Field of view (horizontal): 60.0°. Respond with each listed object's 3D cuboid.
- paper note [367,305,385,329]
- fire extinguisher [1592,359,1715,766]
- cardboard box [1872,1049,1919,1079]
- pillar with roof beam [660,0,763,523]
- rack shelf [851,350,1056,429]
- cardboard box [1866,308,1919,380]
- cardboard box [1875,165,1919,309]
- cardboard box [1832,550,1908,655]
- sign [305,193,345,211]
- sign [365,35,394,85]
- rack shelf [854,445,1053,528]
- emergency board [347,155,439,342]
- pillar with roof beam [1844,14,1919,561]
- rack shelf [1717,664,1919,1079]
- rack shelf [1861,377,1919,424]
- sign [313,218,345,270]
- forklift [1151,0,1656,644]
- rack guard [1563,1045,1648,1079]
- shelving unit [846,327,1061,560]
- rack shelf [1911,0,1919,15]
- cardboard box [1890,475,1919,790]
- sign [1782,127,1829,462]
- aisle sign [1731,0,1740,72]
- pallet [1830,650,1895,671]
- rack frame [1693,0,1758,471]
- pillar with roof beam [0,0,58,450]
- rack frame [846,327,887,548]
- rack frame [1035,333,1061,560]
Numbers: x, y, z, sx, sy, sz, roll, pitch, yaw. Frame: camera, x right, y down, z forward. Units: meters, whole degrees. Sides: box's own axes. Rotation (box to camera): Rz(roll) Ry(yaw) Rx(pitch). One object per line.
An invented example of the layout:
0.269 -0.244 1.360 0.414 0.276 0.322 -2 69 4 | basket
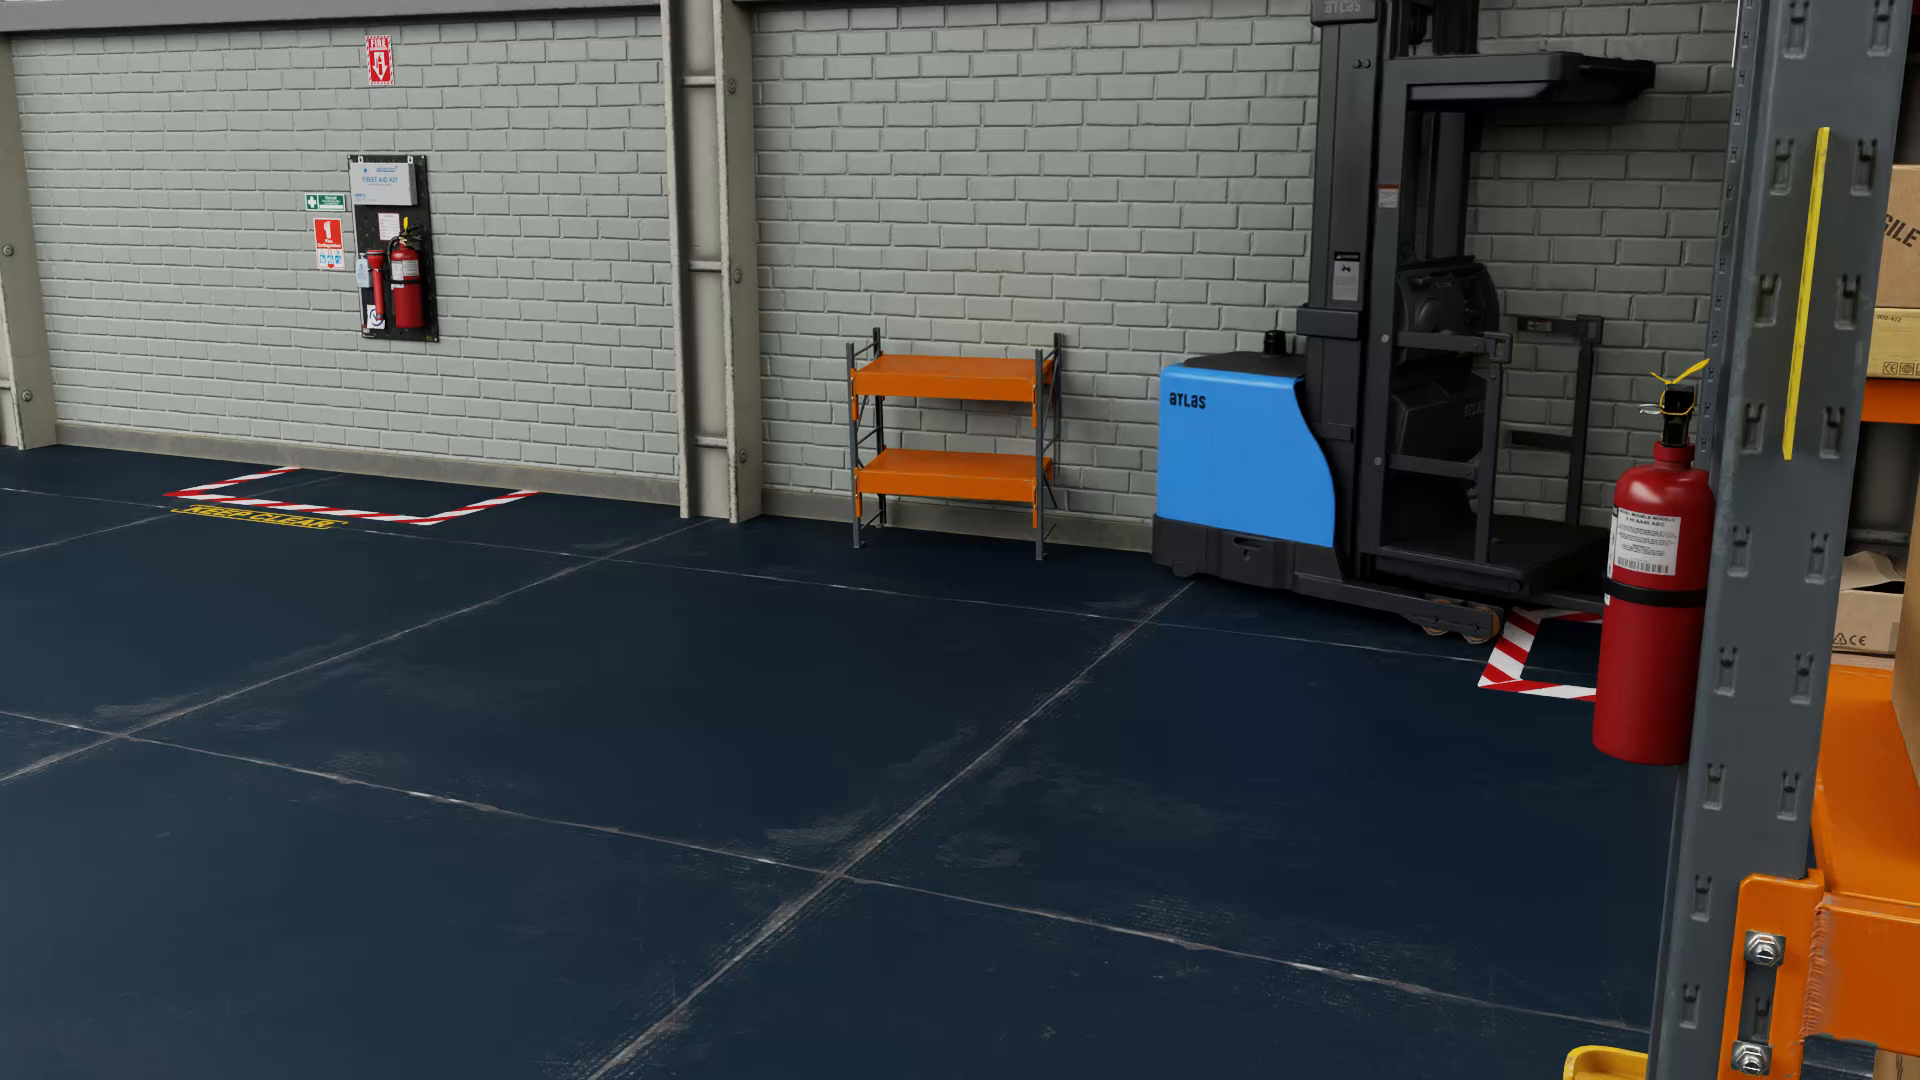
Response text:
-3.790 -1.447 10.784 0.142 0.148 0.016 6 14 23 | paper note
1.160 0.027 2.742 0.183 0.674 0.296 6 14 23 | fire extinguisher
1.691 0.854 2.507 0.500 0.500 0.500 6 14 23 | cardboard box
-3.156 -3.630 5.026 0.400 9.000 9.100 6 14 23 | pillar with roof beam
-0.024 -0.813 8.899 1.000 0.278 0.538 4 18 15 | rack shelf
3.401 -0.763 6.224 0.500 0.250 0.500 5 14 22 | cardboard box
3.398 -1.132 6.157 0.500 0.500 0.500 6 14 23 | cardboard box
3.679 0.240 6.588 0.500 0.311 0.500 4 14 17 | cardboard box
-4.119 -2.191 10.788 0.331 0.109 0.001 6 14 23 | sign
-3.623 -2.995 10.379 0.199 0.298 0.001 6 14 23 | sign
-0.014 -0.300 9.060 1.000 0.278 0.538 4 18 15 | rack shelf
-3.656 -1.845 10.552 0.643 1.169 0.194 6 14 23 | emergency board
2.330 -3.075 2.660 0.400 9.000 9.100 6 14 23 | pillar with roof beam
2.909 0.633 1.566 4.000 0.370 1.077 6 14 23 | rack shelf
4.912 -0.402 5.977 4.000 0.370 1.077 6 14 23 | rack shelf
-4.120 -1.935 10.858 0.234 0.329 0.001 6 14 23 | sign
2.412 -1.105 7.549 3.031 2.935 1.130 12 17 40 | forklift
1.058 1.312 2.568 0.348 0.500 1.175 6 14 23 | rack guard
-0.019 -0.533 8.987 1.048 1.125 0.538 4 18 15 | shelving unit
4.912 -1.862 5.635 4.000 0.370 1.077 6 14 23 | rack shelf
1.502 0.095 2.066 0.500 0.500 0.700 6 14 23 | cardboard box
0.850 -0.247 1.673 0.005 0.325 0.100 6 14 23 | sign
2.896 -2.147 6.148 0.004 0.787 0.394 6 14 23 | aisle sign
3.881 0.510 6.621 1.213 0.211 1.003 6 14 23 | pallet
3.083 -0.937 6.684 0.127 3.000 1.000 6 14 23 | rack frame
-8.642 -4.185 7.392 0.400 9.000 9.100 6 14 23 | pillar with roof beam
-0.509 -0.565 9.116 0.032 1.125 0.500 4 18 15 | rack frame
0.472 -0.502 8.858 0.032 1.125 0.500 4 18 15 | rack frame
